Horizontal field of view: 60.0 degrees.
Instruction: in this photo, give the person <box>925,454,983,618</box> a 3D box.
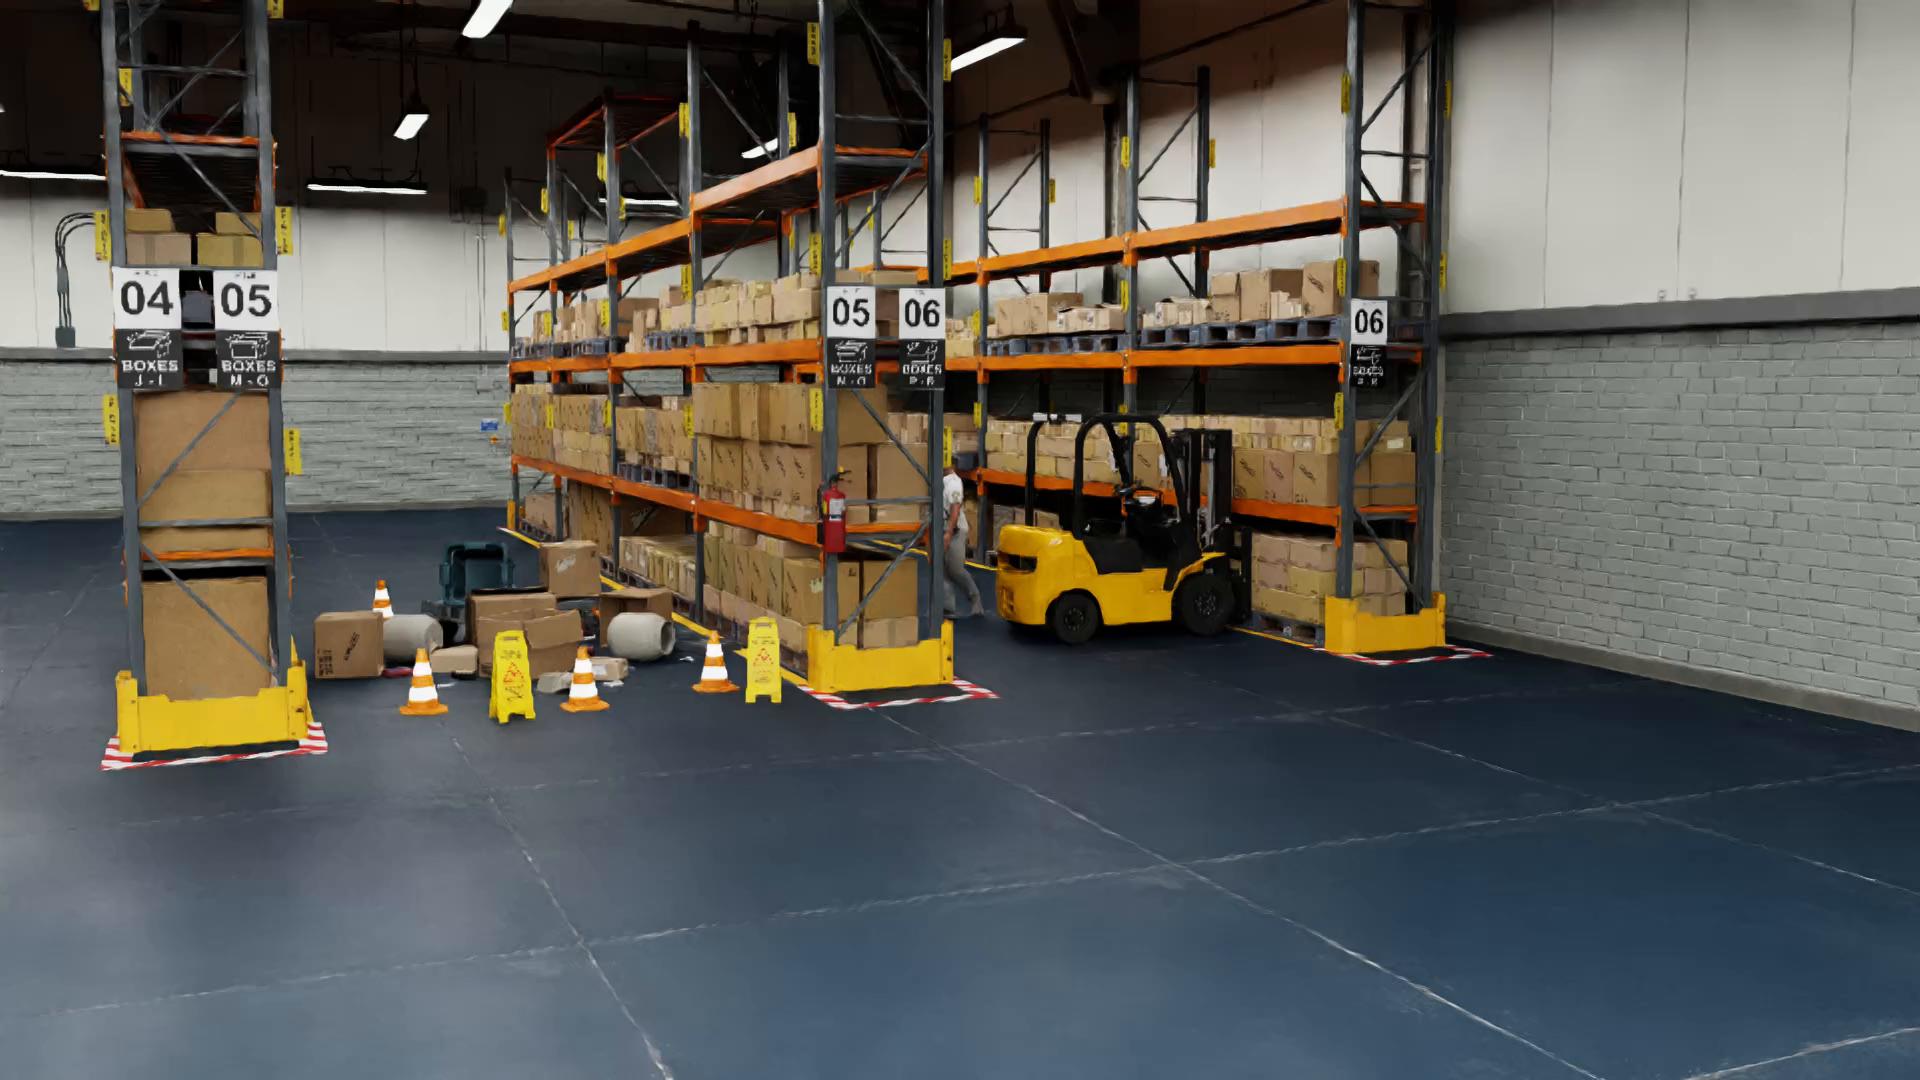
[{"bbox_3d":[-0.076,-0.053,17.445,0.622,1.705,0.597,-2,6,-21],"label":"person"}]
